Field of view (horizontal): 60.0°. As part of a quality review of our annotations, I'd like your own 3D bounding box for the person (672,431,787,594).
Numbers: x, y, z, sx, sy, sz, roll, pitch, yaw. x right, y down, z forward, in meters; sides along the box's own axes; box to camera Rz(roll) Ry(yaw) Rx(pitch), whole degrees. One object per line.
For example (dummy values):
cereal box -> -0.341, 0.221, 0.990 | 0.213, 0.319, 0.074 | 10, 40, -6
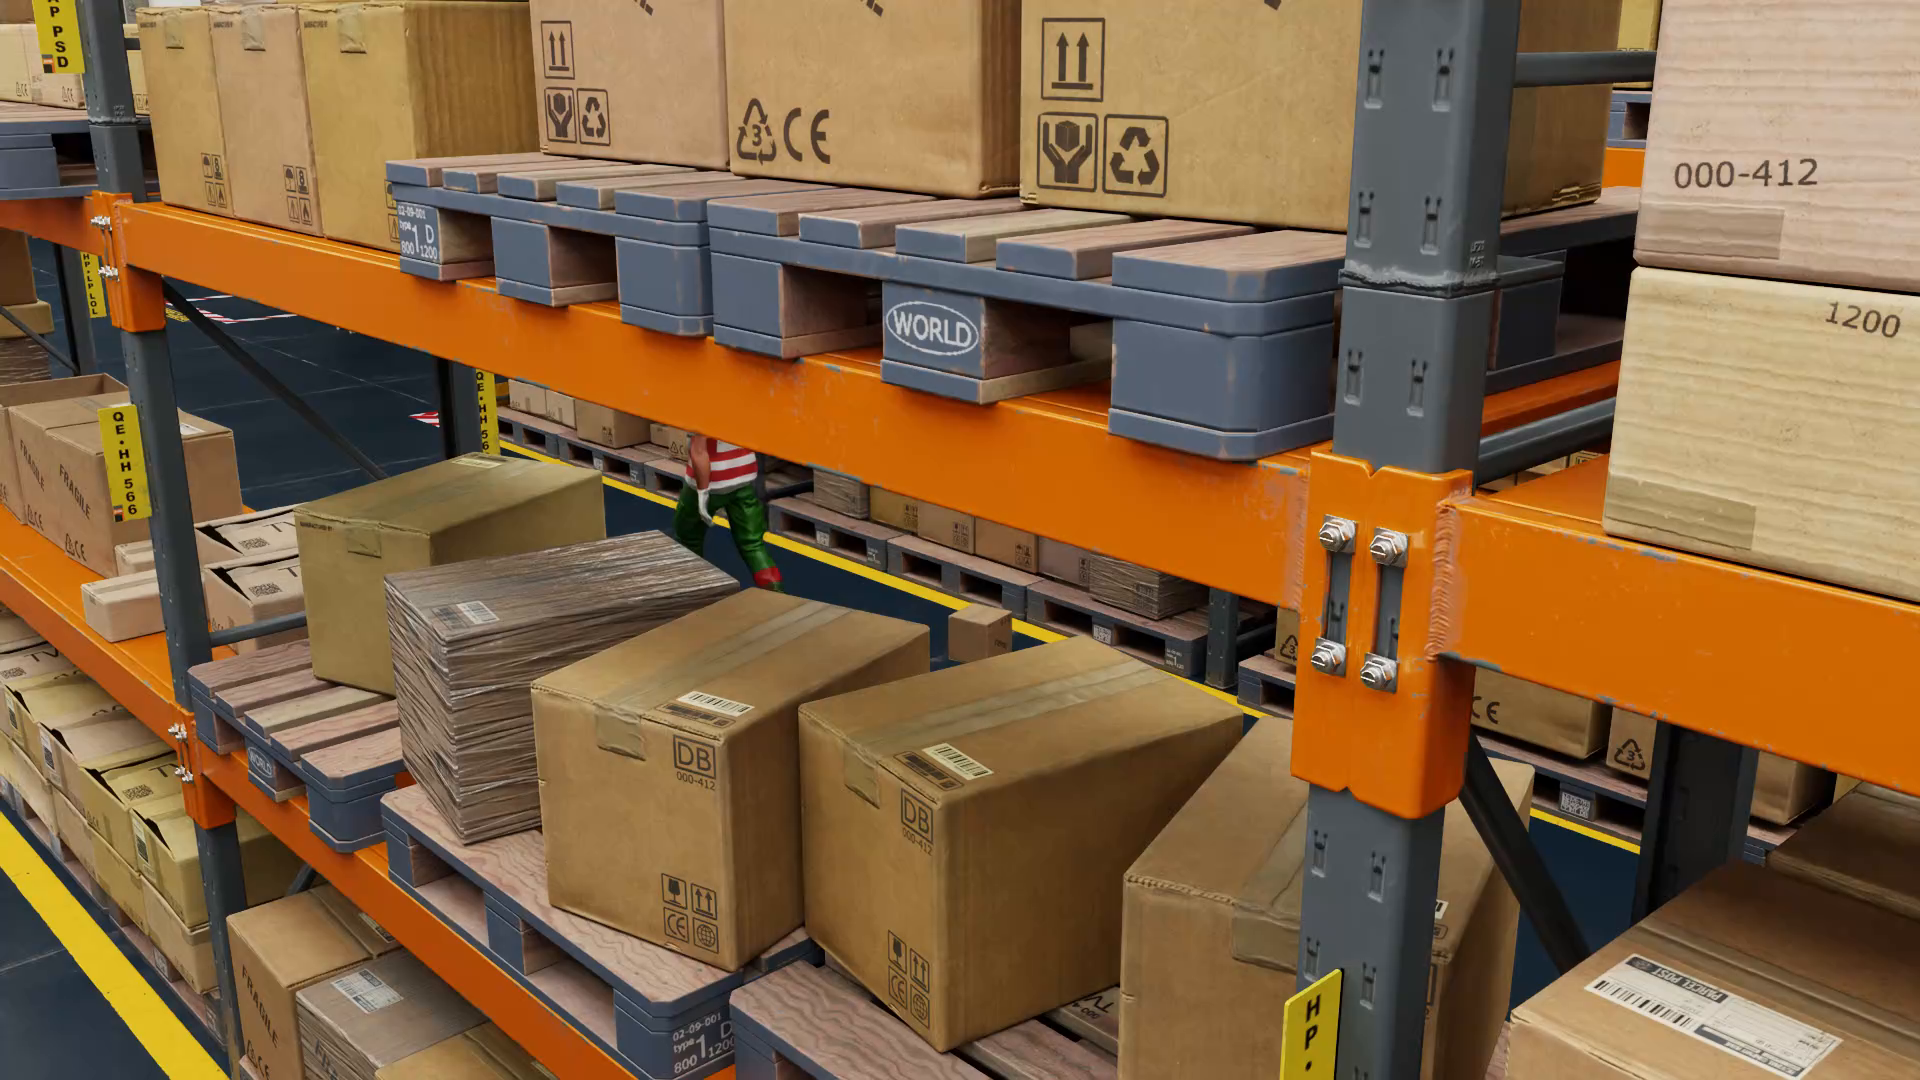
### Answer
person -> -1.333, -0.343, 9.139 | 0.538, 1.735, 1.089 | -14, 22, -39
